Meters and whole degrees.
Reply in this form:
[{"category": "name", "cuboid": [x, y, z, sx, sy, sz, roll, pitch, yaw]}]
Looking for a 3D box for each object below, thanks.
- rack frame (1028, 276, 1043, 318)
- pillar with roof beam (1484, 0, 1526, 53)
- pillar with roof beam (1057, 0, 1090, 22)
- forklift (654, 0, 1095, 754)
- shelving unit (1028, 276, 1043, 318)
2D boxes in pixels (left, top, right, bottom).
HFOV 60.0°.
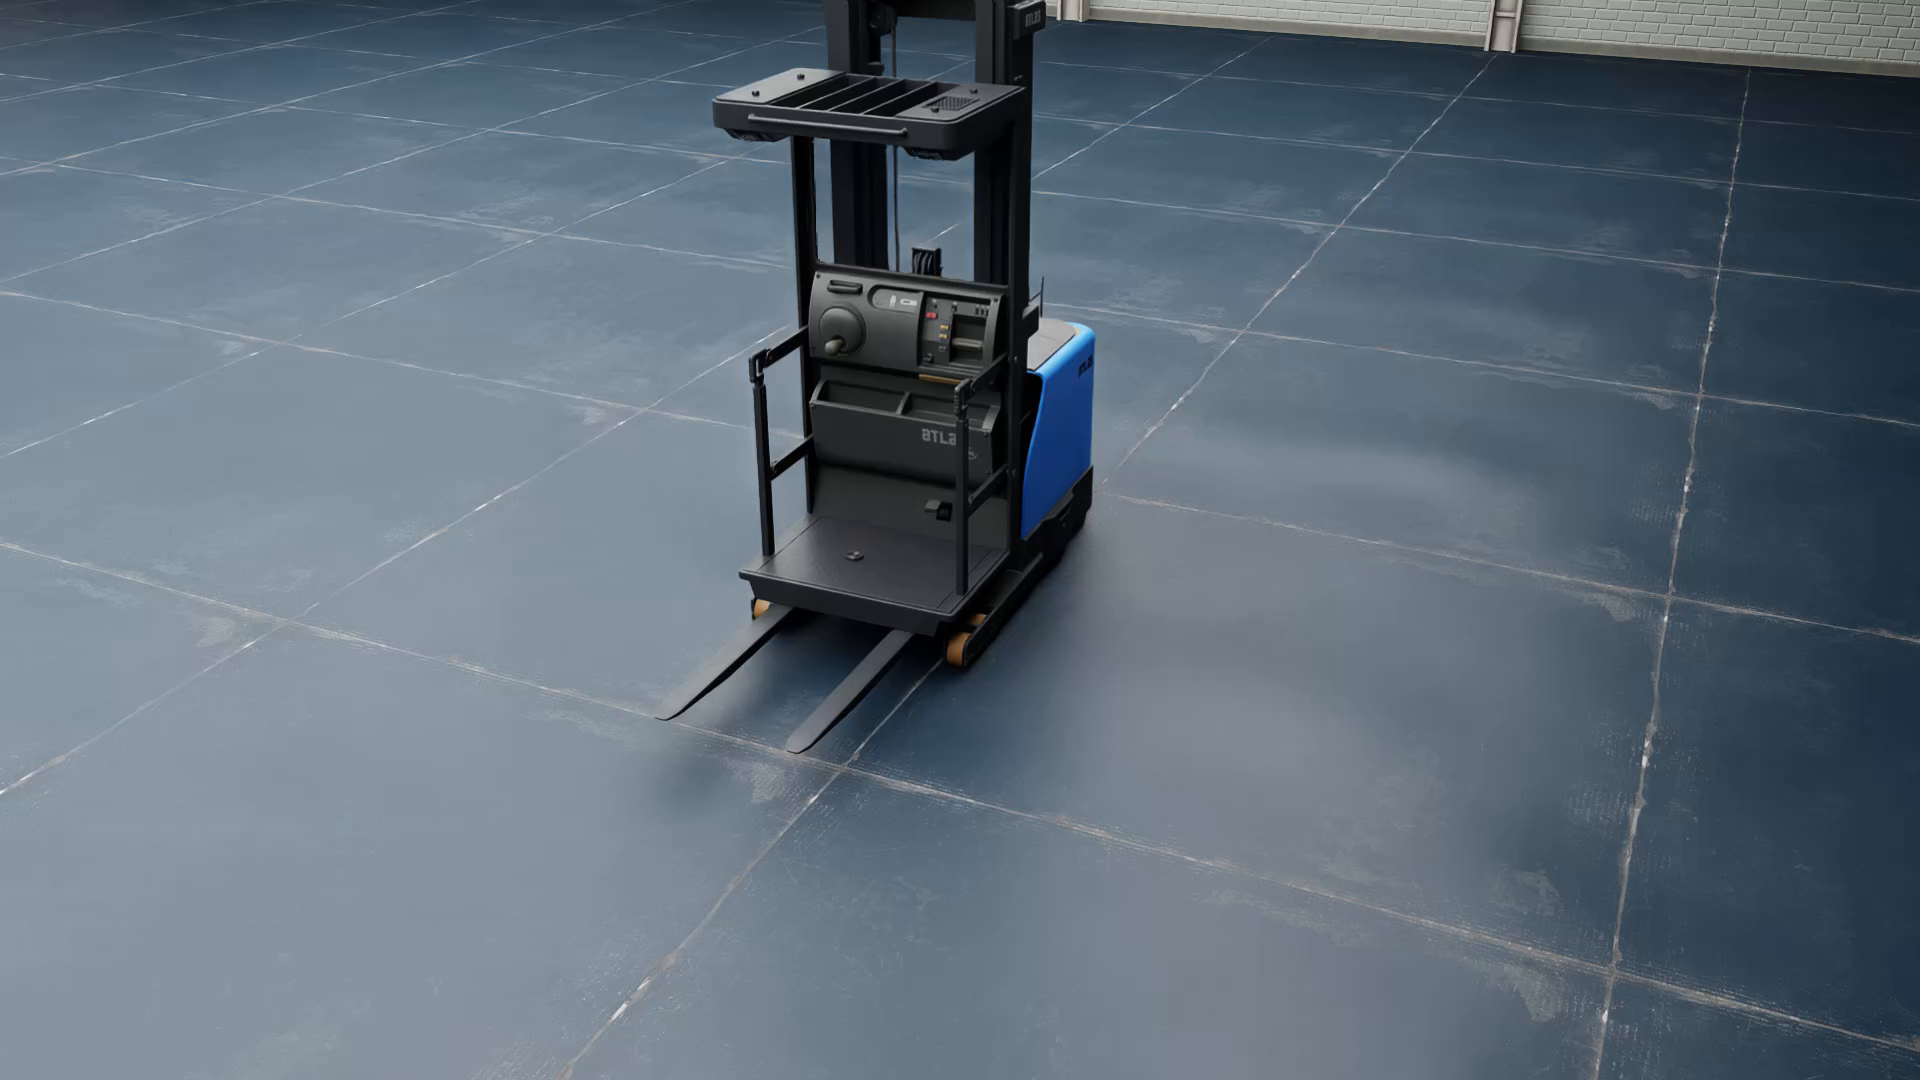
[{"category": "rack frame", "cuboid": [0.400, -0.830, 9.077, 0.006, 1.200, 0.240, 10, 28, 20]}, {"category": "pillar with roof beam", "cuboid": [5.317, -8.735, 16.305, 0.400, 9.000, 9.100, 11, 28, 22]}, {"category": "pillar with roof beam", "cuboid": [-0.144, -9.832, 18.533, 0.400, 9.000, 9.100, 11, 28, 22]}, {"category": "forklift", "cuboid": [-0.340, -0.948, 7.357, 1.130, 2.935, 3.031, 11, 28, 21]}, {"category": "shelving unit", "cuboid": [0.315, -0.845, 9.107, 0.189, 1.200, 0.258, 10, 28, 20]}]
